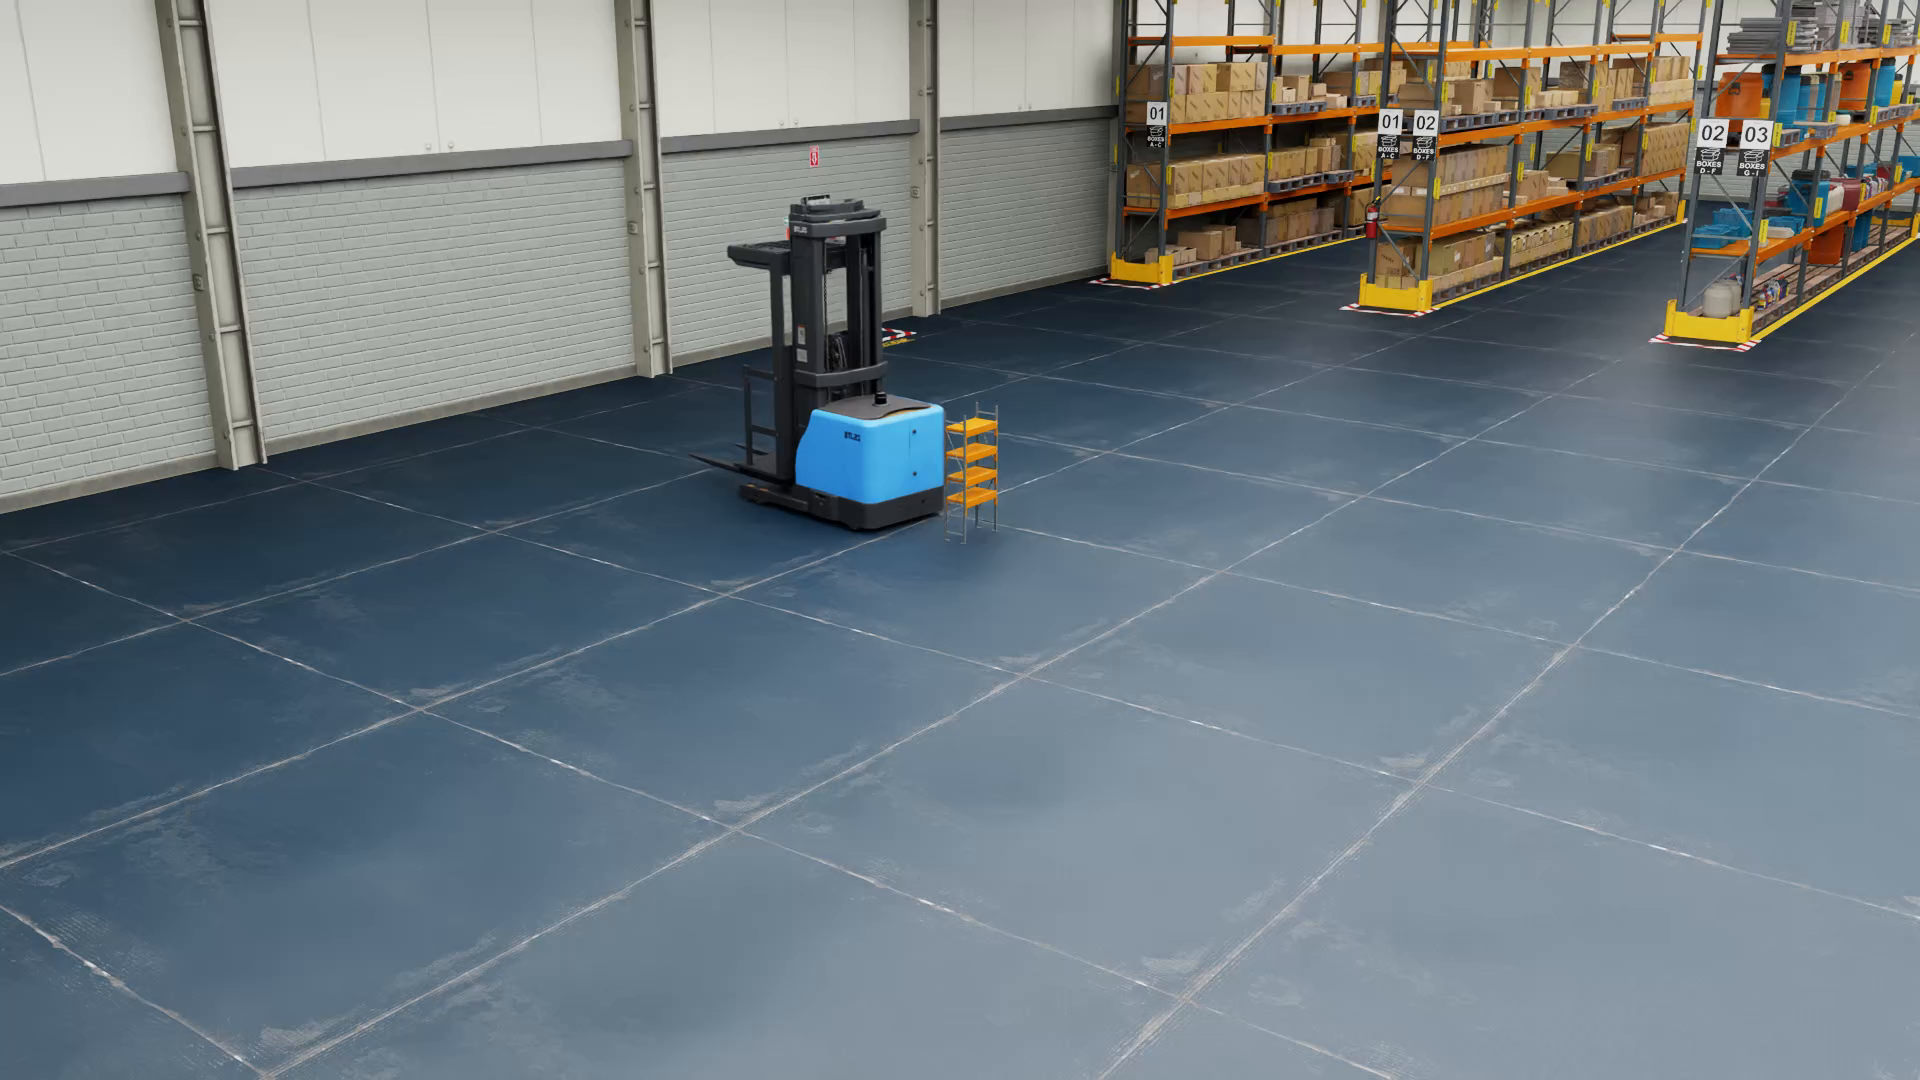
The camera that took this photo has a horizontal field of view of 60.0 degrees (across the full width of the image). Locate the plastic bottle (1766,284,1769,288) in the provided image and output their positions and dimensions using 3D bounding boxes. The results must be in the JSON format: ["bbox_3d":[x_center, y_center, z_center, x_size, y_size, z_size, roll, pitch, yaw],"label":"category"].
[{"bbox_3d":[13.080,-4.012,26.951,0.061,0.283,0.133,12,21,35],"label":"plastic bottle"}]

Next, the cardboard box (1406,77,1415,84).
[{"bbox_3d":[10.667,-10.884,39.560,0.500,0.250,0.500,13,21,35],"label":"cardboard box"}]

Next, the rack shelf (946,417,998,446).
[{"bbox_3d":[0.099,-0.988,15.082,0.258,0.148,0.480,12,21,35],"label":"rack shelf"}]

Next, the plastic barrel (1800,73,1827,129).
[{"bbox_3d":[14.545,-7.557,28.626,0.600,0.901,0.708,12,21,35],"label":"plastic barrel"}]

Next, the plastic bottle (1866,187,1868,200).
[{"bbox_3d":[17.317,-6.650,31.822,0.097,0.271,0.097,0,17,0],"label":"plastic bottle"}]

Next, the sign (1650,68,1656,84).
[{"bbox_3d":[14.876,-9.966,35.692,0.100,0.325,0.005,12,21,35],"label":"sign"}]

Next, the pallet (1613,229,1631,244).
[{"bbox_3d":[13.974,-6.664,36.353,1.003,0.211,1.213,12,21,35],"label":"pallet"}]

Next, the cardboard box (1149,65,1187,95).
[{"bbox_3d":[3.722,-8.229,29.744,0.500,0.500,0.500,11,20,31],"label":"cardboard box"}]

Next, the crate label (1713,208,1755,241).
[{"bbox_3d":[12.133,-4.965,26.120,0.502,0.435,0.616,12,21,35],"label":"crate label"}]

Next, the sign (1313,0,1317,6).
[{"bbox_3d":[7.616,-11.602,35.595,0.100,0.325,0.005,12,21,35],"label":"sign"}]

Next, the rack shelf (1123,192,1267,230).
[{"bbox_3d":[4.489,-6.345,31.838,1.077,0.370,4.000,12,21,35],"label":"rack shelf"}]

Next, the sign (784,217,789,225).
[{"bbox_3d":[-2.461,-4.677,24.300,0.001,0.109,0.331,12,21,35],"label":"sign"}]

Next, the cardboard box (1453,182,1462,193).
[{"bbox_3d":[8.298,-5.997,28.242,0.380,0.149,0.250,12,21,33],"label":"cardboard box"}]

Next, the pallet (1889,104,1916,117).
[{"bbox_3d":[18.015,-8.458,32.690,1.213,0.211,1.003,12,21,35],"label":"pallet"}]

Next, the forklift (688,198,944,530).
[{"bbox_3d":[-1.537,-1.844,16.247,3.031,2.935,1.130,16,24,42],"label":"forklift"}]

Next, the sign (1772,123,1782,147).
[{"bbox_3d":[11.693,-5.800,23.798,0.100,0.325,0.005,12,21,35],"label":"sign"}]

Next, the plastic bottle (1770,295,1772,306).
[{"bbox_3d":[12.907,-3.841,26.539,0.097,0.201,0.097,0,17,0],"label":"plastic bottle"}]

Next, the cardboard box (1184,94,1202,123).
[{"bbox_3d":[4.046,-7.859,30.241,0.500,0.500,0.500,14,22,38],"label":"cardboard box"}]

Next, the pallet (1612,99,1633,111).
[{"bbox_3d":[13.367,-9.148,34.911,1.213,0.211,1.003,12,21,35],"label":"pallet"}]

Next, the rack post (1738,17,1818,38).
[{"bbox_3d":[12.383,-7.758,25.185,0.937,0.300,0.954,12,21,34],"label":"rack post"}]

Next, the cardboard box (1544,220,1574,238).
[{"bbox_3d":[11.930,-6.230,33.238,0.500,0.311,0.500,13,22,36],"label":"cardboard box"}]

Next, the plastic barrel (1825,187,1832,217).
[{"bbox_3d":[14.820,-5.843,28.780,0.433,0.535,0.433,0,17,0],"label":"plastic barrel"}]

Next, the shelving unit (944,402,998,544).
[{"bbox_3d":[0.099,-0.612,15.199,0.258,1.200,0.503,12,21,35],"label":"shelving unit"}]

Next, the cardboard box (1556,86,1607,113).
[{"bbox_3d":[12.581,-8.955,33.803,0.910,0.500,0.500,12,21,35],"label":"cardboard box"}]

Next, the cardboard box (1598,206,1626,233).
[{"bbox_3d":[14.063,-6.928,35.975,0.500,0.500,0.500,13,21,35],"label":"cardboard box"}]

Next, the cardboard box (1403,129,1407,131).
[{"bbox_3d":[10.062,-9.352,38.338,0.500,0.250,0.500,13,21,36],"label":"cardboard box"}]

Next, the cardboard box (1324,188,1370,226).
[{"bbox_3d":[8.607,-7.444,37.079,0.750,0.750,0.750,12,21,34],"label":"cardboard box"}]

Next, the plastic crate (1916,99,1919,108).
[{"bbox_3d":[20.429,-9.319,35.499,0.450,0.188,0.336,12,21,35],"label":"plastic crate"}]

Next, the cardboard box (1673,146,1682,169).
[{"bbox_3d":[16.457,-8.918,38.740,0.500,0.500,0.500,13,21,35],"label":"cardboard box"}]

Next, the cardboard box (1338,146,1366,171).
[{"bbox_3d":[8.559,-8.388,36.498,0.500,0.500,0.500,13,22,36],"label":"cardboard box"}]

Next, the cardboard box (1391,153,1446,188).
[{"bbox_3d":[7.598,-6.127,27.566,0.700,0.500,0.500,13,21,35],"label":"cardboard box"}]

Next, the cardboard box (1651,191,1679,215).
[{"bbox_3d":[16.685,-7.992,39.401,0.500,0.500,0.500,12,21,35],"label":"cardboard box"}]

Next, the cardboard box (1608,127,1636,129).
[{"bbox_3d":[14.824,-9.010,37.352,0.500,0.500,0.500,12,21,34],"label":"cardboard box"}]

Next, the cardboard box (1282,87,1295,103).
[{"bbox_3d":[6.438,-9.018,33.618,0.500,0.311,0.500,13,22,36],"label":"cardboard box"}]

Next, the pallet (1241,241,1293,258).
[{"bbox_3d":[6.143,-6.019,34.277,1.003,0.211,1.213,12,21,35],"label":"pallet"}]

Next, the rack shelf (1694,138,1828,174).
[{"bbox_3d":[12.445,-6.027,25.756,1.077,0.370,4.000,12,21,35],"label":"rack shelf"}]

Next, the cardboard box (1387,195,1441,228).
[{"bbox_3d":[7.566,-5.495,27.717,0.700,0.500,0.500,12,21,35],"label":"cardboard box"}]

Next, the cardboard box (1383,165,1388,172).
[{"bbox_3d":[9.514,-8.474,37.868,0.380,0.149,0.250,13,22,36],"label":"cardboard box"}]

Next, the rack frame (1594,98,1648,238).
[{"bbox_3d":[14.428,-8.196,36.585,1.000,3.000,0.127,12,21,35],"label":"rack frame"}]

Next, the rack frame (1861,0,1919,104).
[{"bbox_3d":[18.404,-10.185,32.874,1.000,3.000,0.127,12,21,35],"label":"rack frame"}]

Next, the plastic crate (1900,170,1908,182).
[{"bbox_3d":[19.769,-7.687,35.127,0.416,0.233,0.300,12,21,35],"label":"plastic crate"}]

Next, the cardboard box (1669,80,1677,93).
[{"bbox_3d":[15.819,-10.223,37.465,0.500,0.250,0.500,12,21,35],"label":"cardboard box"}]

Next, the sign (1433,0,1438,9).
[{"bbox_3d":[10.890,-12.326,38.062,0.100,0.325,0.005,12,21,35],"label":"sign"}]

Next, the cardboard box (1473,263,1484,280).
[{"bbox_3d":[8.968,-4.790,29.545,0.500,0.250,0.500,12,21,35],"label":"cardboard box"}]

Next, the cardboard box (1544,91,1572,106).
[{"bbox_3d":[11.522,-8.559,32.240,0.500,0.250,0.500,13,22,36],"label":"cardboard box"}]

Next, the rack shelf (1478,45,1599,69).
[{"bbox_3d":[10.853,-9.098,31.260,1.077,0.370,4.000,12,21,35],"label":"rack shelf"}]

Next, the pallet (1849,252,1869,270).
[{"bbox_3d":[17.184,-5.520,32.670,1.003,0.211,1.213,12,21,35],"label":"pallet"}]

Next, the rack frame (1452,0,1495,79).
[{"bbox_3d":[12.831,-12.888,41.579,1.000,3.000,0.127,12,21,35],"label":"rack frame"}]

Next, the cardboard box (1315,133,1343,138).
[{"bbox_3d":[8.126,-8.829,36.656,0.500,0.250,0.500,13,22,36],"label":"cardboard box"}]

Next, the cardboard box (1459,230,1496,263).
[{"bbox_3d":[9.253,-5.270,29.827,0.500,0.500,0.500,12,21,35],"label":"cardboard box"}]

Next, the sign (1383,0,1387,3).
[{"bbox_3d":[6.851,-8.786,26.661,0.100,0.325,0.005,12,21,35],"label":"sign"}]

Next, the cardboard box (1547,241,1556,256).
[{"bbox_3d":[11.321,-5.720,32.539,0.500,0.250,0.500,13,21,36],"label":"cardboard box"}]

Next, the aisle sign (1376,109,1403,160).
[{"bbox_3d":[7.003,-6.616,27.113,0.394,0.787,0.004,12,21,35],"label":"aisle sign"}]

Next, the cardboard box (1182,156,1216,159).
[{"bbox_3d":[4.620,-7.146,32.158,0.500,0.500,0.500,13,22,36],"label":"cardboard box"}]

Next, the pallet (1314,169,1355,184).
[{"bbox_3d":[7.725,-7.838,35.755,1.213,0.211,1.003,12,21,35],"label":"pallet"}]

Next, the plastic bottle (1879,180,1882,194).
[{"bbox_3d":[18.211,-7.023,33.016,0.152,0.276,0.135,12,21,35],"label":"plastic bottle"}]

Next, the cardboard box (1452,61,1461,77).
[{"bbox_3d":[11.689,-11.400,39.957,0.500,0.500,0.500,13,21,35],"label":"cardboard box"}]

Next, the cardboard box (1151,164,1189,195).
[{"bbox_3d":[3.823,-6.569,30.301,0.500,0.500,0.500,12,21,35],"label":"cardboard box"}]

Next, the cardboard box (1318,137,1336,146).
[{"bbox_3d":[7.882,-8.598,35.875,0.380,0.149,0.250,9,20,28],"label":"cardboard box"}]

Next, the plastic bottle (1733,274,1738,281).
[{"bbox_3d":[12.823,-4.241,27.573,0.144,0.351,0.185,13,22,36],"label":"plastic bottle"}]
